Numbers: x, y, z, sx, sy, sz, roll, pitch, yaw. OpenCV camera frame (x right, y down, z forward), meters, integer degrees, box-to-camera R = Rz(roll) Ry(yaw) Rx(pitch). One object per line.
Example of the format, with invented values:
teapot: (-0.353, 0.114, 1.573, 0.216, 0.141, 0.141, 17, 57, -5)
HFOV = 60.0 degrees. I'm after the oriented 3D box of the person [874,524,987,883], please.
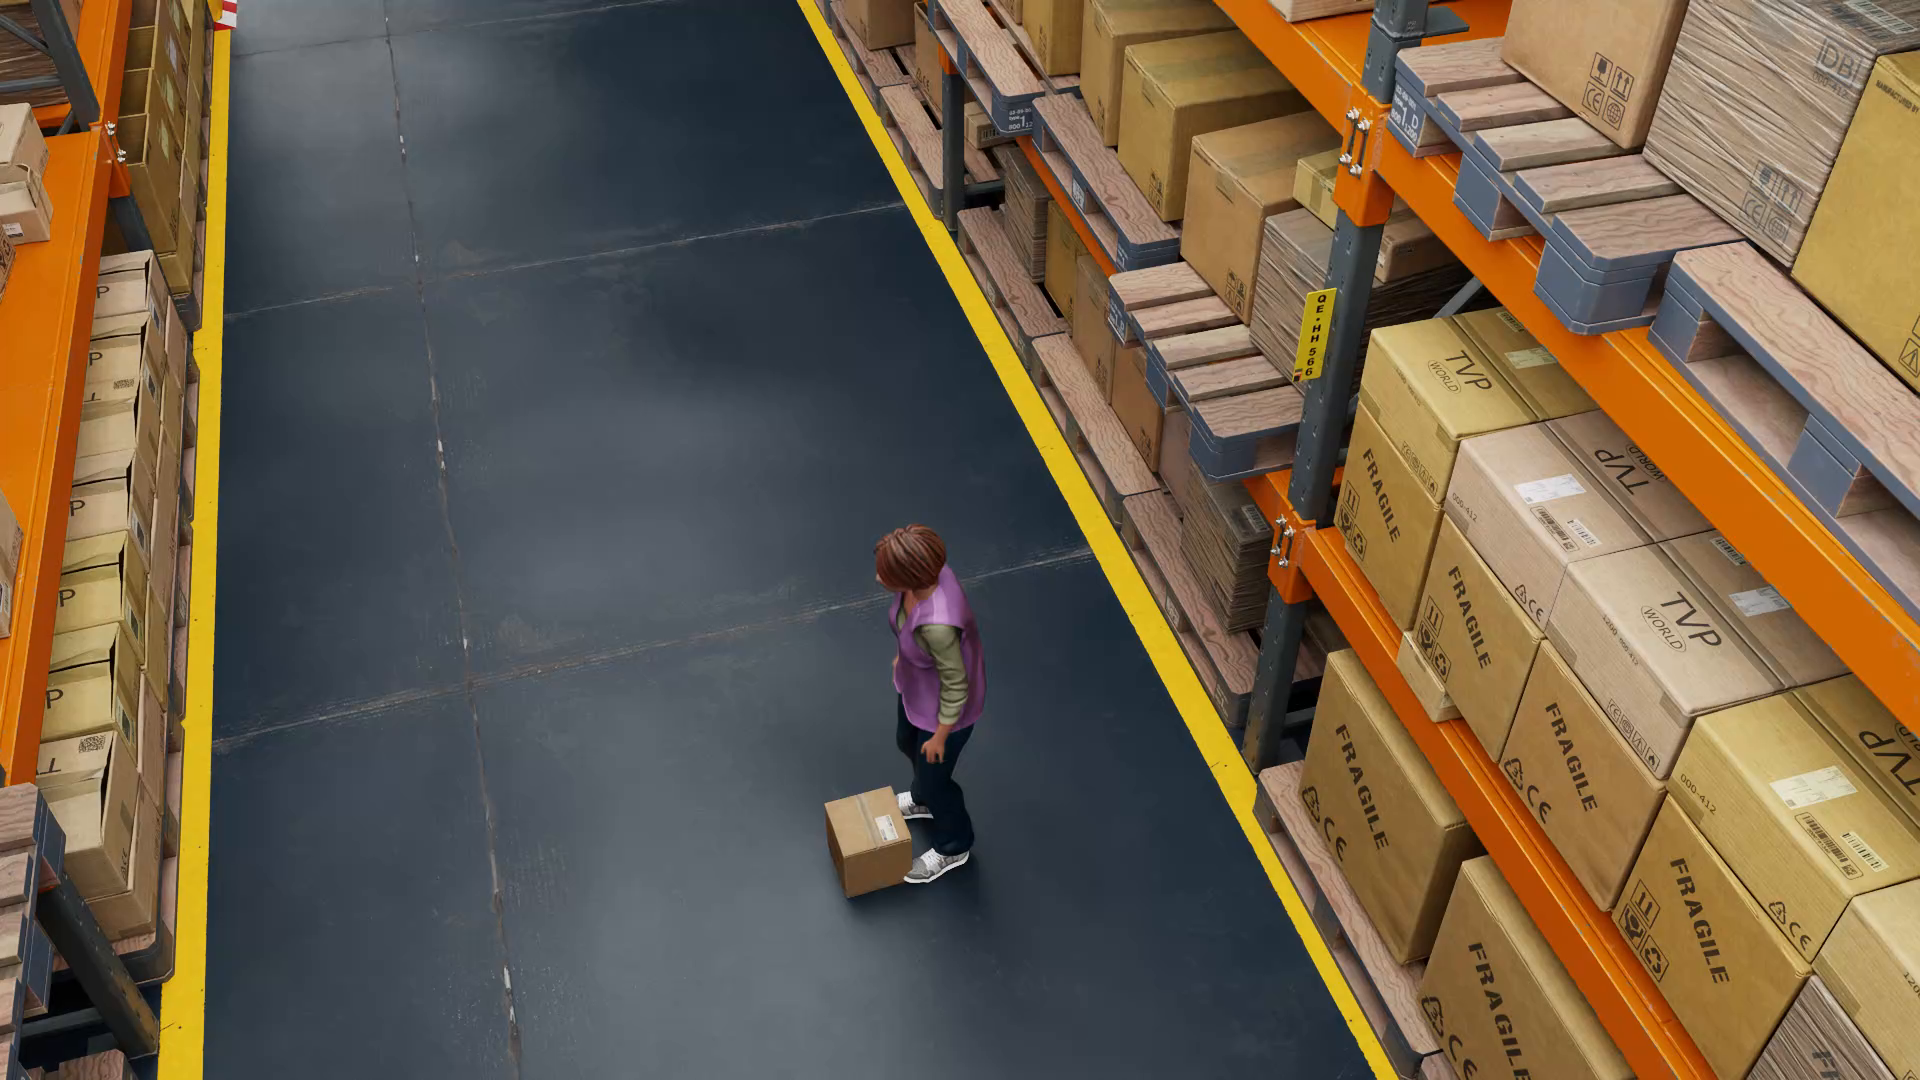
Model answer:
person: (-0.101, 0.537, 5.589, 0.344, 1.593, 0.463, -12, 44, -13)
